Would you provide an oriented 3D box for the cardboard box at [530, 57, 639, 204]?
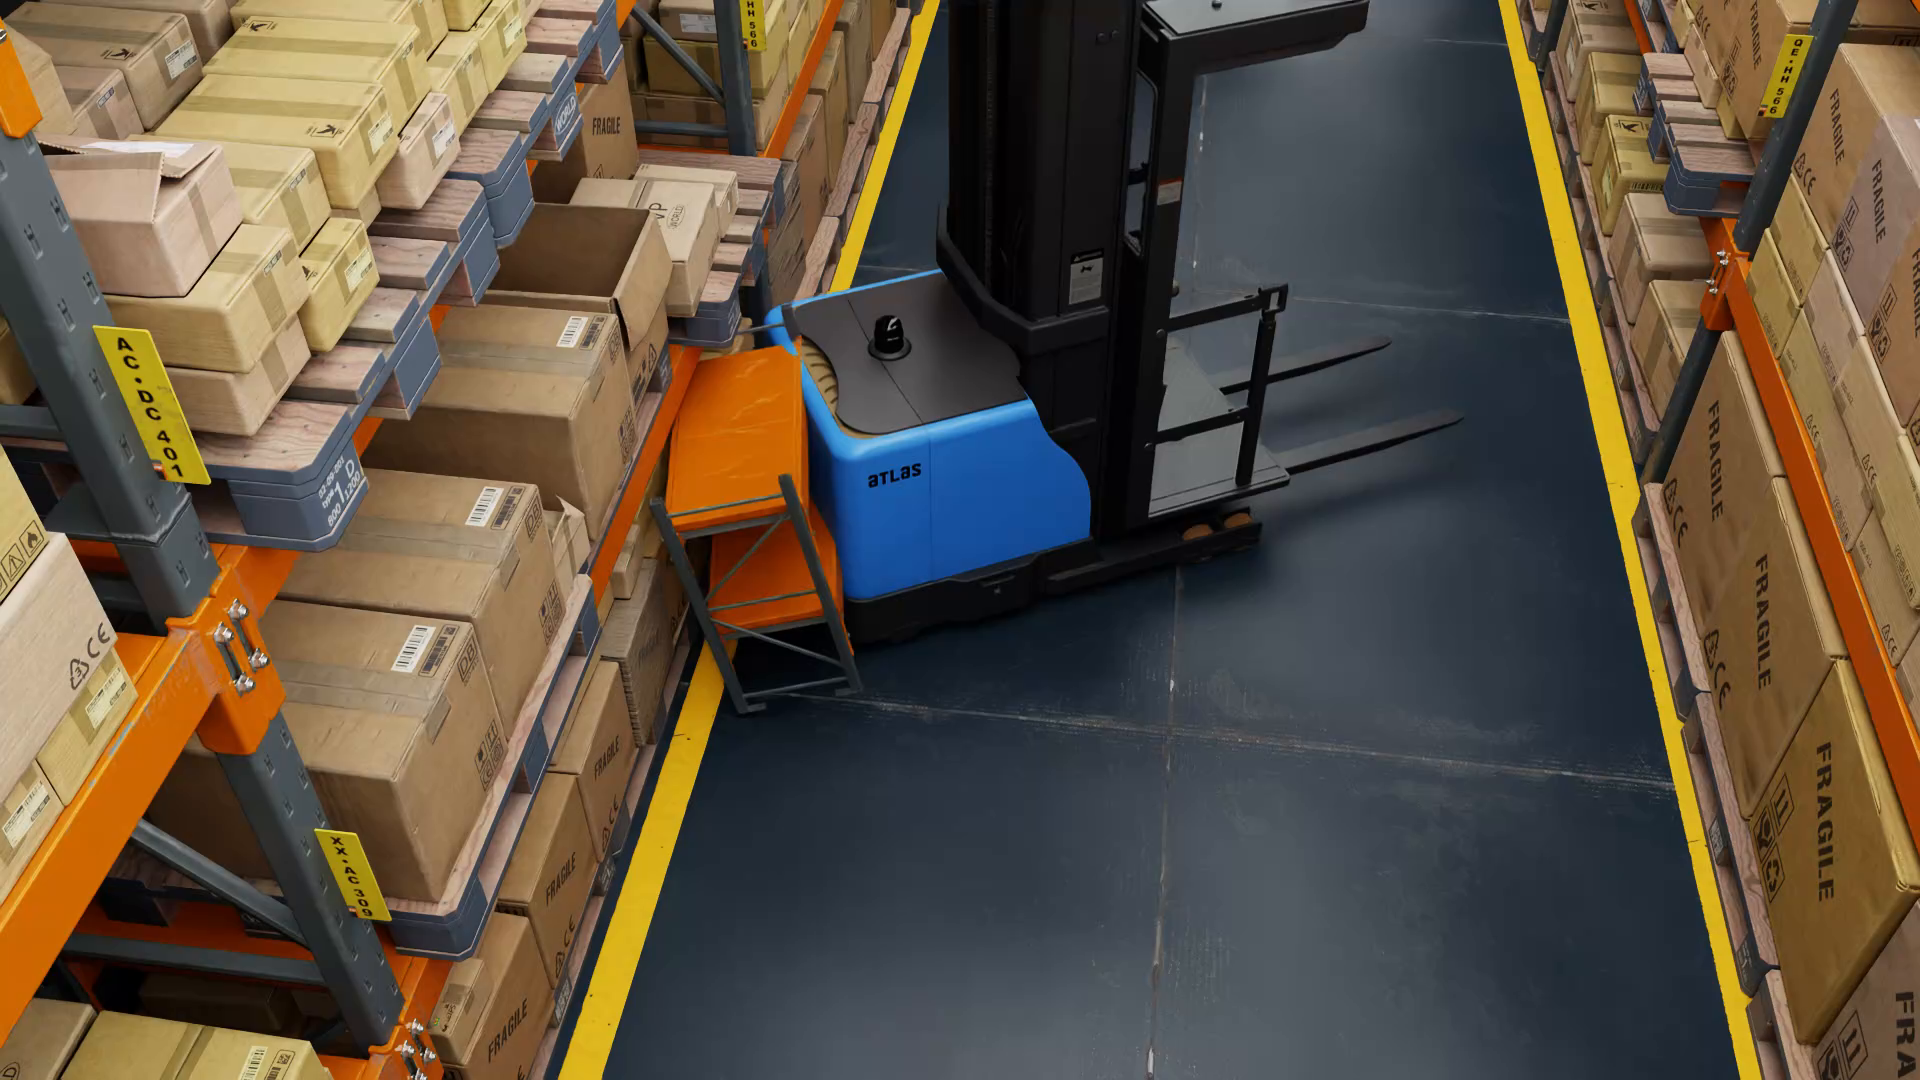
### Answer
[{"bbox_3d":[-1.576,-1.565,6.365,0.500,0.500,0.500,7,44,7],"label":"cardboard box"}]

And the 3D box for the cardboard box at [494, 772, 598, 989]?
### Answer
[{"bbox_3d":[-1.534,1.096,5.446,0.500,0.500,0.500,5,44,5],"label":"cardboard box"}]

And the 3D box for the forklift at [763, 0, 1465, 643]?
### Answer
[{"bbox_3d":[0.763,-1.291,6.503,3.031,2.935,1.130,-15,46,-16],"label":"forklift"}]

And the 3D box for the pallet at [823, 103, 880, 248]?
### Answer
[{"bbox_3d":[-1.042,-2.087,9.322,1.003,0.211,1.213,5,44,6],"label":"pallet"}]

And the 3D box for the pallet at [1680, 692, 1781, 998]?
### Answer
[{"bbox_3d":[3.225,1.108,5.948,1.003,0.211,1.213,5,44,6],"label":"pallet"}]

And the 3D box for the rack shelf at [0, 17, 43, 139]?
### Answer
[{"bbox_3d":[-1.617,-2.121,3.782,1.077,0.370,4.000,5,44,6],"label":"rack shelf"}]

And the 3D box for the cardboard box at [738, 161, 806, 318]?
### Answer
[{"bbox_3d":[-1.257,-1.427,8.019,0.875,0.625,0.625,7,44,7],"label":"cardboard box"}]

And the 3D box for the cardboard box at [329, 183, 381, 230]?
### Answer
[{"bbox_3d":[-1.443,-0.696,3.448,0.380,0.149,0.250,6,44,6],"label":"cardboard box"}]

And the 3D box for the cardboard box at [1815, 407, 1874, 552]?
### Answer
[{"bbox_3d":[3.128,-0.190,5.401,0.500,0.250,0.500,7,44,7],"label":"cardboard box"}]

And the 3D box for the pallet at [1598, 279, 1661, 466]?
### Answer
[{"bbox_3d":[3.673,-0.784,7.946,1.003,0.211,1.213,5,44,6],"label":"pallet"}]

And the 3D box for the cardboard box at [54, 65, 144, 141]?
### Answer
[{"bbox_3d":[-1.921,-0.845,3.389,0.380,0.149,0.250,4,44,5],"label":"cardboard box"}]

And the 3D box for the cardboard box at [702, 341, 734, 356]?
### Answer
[{"bbox_3d":[-1.167,-0.833,7.011,0.380,0.149,0.250,3,44,3],"label":"cardboard box"}]

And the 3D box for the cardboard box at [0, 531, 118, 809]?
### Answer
[{"bbox_3d":[-1.697,0.222,2.567,0.500,0.250,0.500,5,44,6],"label":"cardboard box"}]

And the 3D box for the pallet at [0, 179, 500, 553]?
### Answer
[{"bbox_3d":[-1.726,-0.446,3.516,1.213,0.211,1.003,5,44,6],"label":"pallet"}]

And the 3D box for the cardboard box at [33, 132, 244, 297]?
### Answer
[{"bbox_3d":[-1.496,-0.605,2.835,0.396,0.266,0.258,5,44,5],"label":"cardboard box"}]

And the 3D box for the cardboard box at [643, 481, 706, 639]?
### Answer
[{"bbox_3d":[-1.339,0.047,6.553,0.500,0.500,0.500,7,44,7],"label":"cardboard box"}]

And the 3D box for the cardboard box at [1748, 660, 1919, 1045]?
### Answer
[{"bbox_3d":[3.153,1.035,5.237,0.875,0.875,0.875,6,44,7],"label":"cardboard box"}]

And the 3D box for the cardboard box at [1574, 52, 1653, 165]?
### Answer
[{"bbox_3d":[3.938,-2.340,9.168,0.950,0.372,0.625,8,44,8],"label":"cardboard box"}]

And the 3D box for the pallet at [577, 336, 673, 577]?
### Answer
[{"bbox_3d":[-1.605,-0.317,5.565,1.003,0.211,1.213,5,44,6],"label":"pallet"}]

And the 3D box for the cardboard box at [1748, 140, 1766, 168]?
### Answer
[{"bbox_3d":[3.378,-1.570,6.626,0.380,0.149,0.250,7,44,7],"label":"cardboard box"}]

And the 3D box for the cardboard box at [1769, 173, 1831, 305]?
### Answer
[{"bbox_3d":[3.256,-1.068,5.964,0.500,0.250,0.500,5,44,5],"label":"cardboard box"}]

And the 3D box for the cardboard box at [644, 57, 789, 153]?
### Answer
[{"bbox_3d":[-1.052,-1.938,7.247,0.500,0.250,0.500,5,44,6],"label":"cardboard box"}]

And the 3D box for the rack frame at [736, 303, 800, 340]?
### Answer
[{"bbox_3d":[-0.797,-0.465,6.854,0.500,1.125,0.032,-11,43,4],"label":"rack frame"}]

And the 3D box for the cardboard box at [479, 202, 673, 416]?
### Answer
[{"bbox_3d":[-1.385,-0.773,5.527,0.797,0.503,0.637,4,44,5],"label":"cardboard box"}]

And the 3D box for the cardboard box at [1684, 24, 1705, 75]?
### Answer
[{"bbox_3d":[3.372,-2.106,7.192,0.380,0.149,0.250,3,44,4],"label":"cardboard box"}]

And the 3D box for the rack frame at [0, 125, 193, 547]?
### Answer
[{"bbox_3d":[-1.882,-1.165,1.957,1.000,3.000,0.127,5,44,6],"label":"rack frame"}]

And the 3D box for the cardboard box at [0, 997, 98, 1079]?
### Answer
[{"bbox_3d":[-2.215,1.273,3.639,0.500,0.250,0.500,5,44,5],"label":"cardboard box"}]

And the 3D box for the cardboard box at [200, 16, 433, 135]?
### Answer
[{"bbox_3d":[-1.359,-0.980,3.532,0.380,0.149,0.250,5,44,5],"label":"cardboard box"}]

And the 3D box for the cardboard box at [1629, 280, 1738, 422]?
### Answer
[{"bbox_3d":[3.652,-0.846,7.590,0.950,0.372,0.625,3,43,3],"label":"cardboard box"}]

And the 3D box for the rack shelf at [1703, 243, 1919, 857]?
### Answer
[{"bbox_3d":[3.303,0.360,5.233,1.077,0.370,4.000,5,44,6],"label":"rack shelf"}]

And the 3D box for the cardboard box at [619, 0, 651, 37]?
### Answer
[{"bbox_3d":[-1.510,-2.224,6.895,0.380,0.149,0.250,7,44,7],"label":"cardboard box"}]

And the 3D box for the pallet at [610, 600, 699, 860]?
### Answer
[{"bbox_3d":[-1.653,0.635,6.449,1.003,0.211,1.213,5,44,6],"label":"pallet"}]

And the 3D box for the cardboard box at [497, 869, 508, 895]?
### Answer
[{"bbox_3d":[-1.588,0.941,5.137,0.380,0.149,0.250,3,44,3],"label":"cardboard box"}]

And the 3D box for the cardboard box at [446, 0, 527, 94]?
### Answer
[{"bbox_3d":[-1.273,-1.209,3.991,0.380,0.149,0.250,6,44,7],"label":"cardboard box"}]

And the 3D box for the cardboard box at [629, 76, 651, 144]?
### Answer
[{"bbox_3d":[-1.547,-1.988,7.299,0.500,0.250,0.500,4,44,5],"label":"cardboard box"}]

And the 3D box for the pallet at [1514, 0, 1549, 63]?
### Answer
[{"bbox_3d":[4.150,-3.438,10.750,1.003,0.211,1.213,5,44,6],"label":"pallet"}]

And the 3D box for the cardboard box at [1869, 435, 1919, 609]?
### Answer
[{"bbox_3d":[3.028,-0.033,4.871,0.500,0.250,0.500,6,44,6],"label":"cardboard box"}]

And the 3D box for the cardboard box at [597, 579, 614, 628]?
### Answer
[{"bbox_3d":[-1.453,0.231,5.888,0.380,0.149,0.250,5,44,6],"label":"cardboard box"}]

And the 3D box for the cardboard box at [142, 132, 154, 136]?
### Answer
[{"bbox_3d":[-1.877,-0.739,3.494,0.380,0.149,0.250,4,44,4],"label":"cardboard box"}]

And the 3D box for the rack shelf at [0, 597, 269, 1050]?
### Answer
[{"bbox_3d":[-2.146,1.549,1.797,1.077,0.370,4.000,5,44,6],"label":"rack shelf"}]

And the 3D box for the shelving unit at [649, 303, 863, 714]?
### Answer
[{"bbox_3d":[-0.761,-0.120,6.482,0.538,1.125,1.048,-11,43,4],"label":"shelving unit"}]

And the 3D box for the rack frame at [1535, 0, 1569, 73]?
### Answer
[{"bbox_3d":[4.097,-3.990,9.304,1.000,3.000,0.127,5,44,6],"label":"rack frame"}]

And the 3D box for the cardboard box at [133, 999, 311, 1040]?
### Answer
[{"bbox_3d":[-2.110,1.407,5.117,0.500,0.500,0.500,5,44,5],"label":"cardboard box"}]

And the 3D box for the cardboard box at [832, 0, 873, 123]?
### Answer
[{"bbox_3d":[-0.992,-2.844,9.516,0.875,0.625,0.625,5,44,5],"label":"cardboard box"}]

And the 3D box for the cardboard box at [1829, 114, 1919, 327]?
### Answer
[{"bbox_3d":[3.204,-1.010,5.358,0.500,0.500,0.500,5,44,6],"label":"cardboard box"}]

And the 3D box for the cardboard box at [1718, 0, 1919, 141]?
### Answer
[{"bbox_3d":[3.352,-1.896,6.498,0.500,0.500,0.500,4,44,4],"label":"cardboard box"}]

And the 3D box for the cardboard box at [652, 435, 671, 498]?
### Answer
[{"bbox_3d":[-1.331,-0.293,6.441,0.380,0.149,0.250,6,44,7],"label":"cardboard box"}]

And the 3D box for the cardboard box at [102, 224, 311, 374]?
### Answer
[{"bbox_3d":[-1.407,-0.445,2.967,0.380,0.149,0.250,6,44,7],"label":"cardboard box"}]

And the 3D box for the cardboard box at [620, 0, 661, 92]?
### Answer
[{"bbox_3d":[-1.569,-2.171,7.129,0.500,0.250,0.500,6,44,6],"label":"cardboard box"}]

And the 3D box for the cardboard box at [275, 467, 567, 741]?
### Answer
[{"bbox_3d":[-1.527,0.162,4.541,0.700,0.500,0.500,6,44,6],"label":"cardboard box"}]

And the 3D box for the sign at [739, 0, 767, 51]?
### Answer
[{"bbox_3d":[-0.814,-2.061,6.483,0.100,0.325,0.005,5,44,6],"label":"sign"}]
